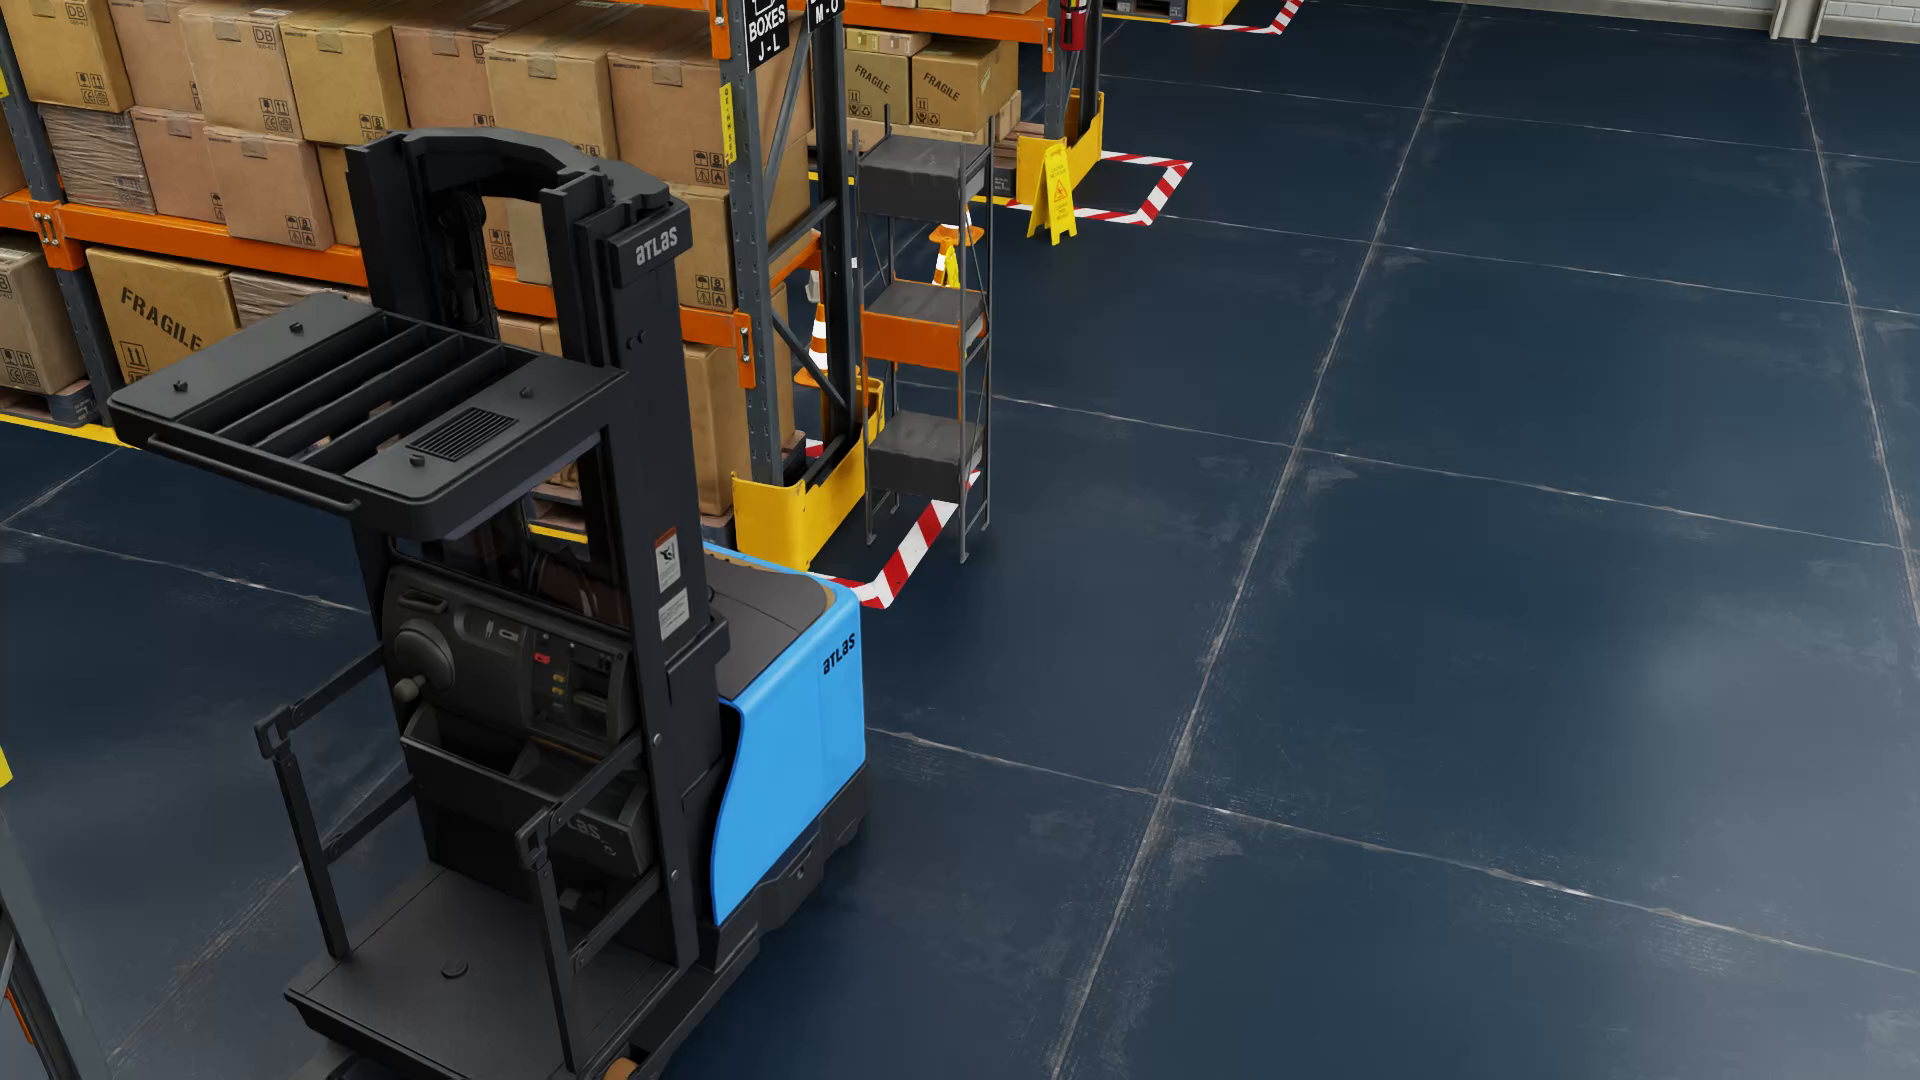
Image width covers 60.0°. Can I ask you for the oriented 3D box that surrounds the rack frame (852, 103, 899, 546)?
[{"bbox_3d":[-0.386,-0.957,7.797,0.015,2.100,0.400,11,34,16],"label":"rack frame"}]

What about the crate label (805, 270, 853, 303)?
[{"bbox_3d":[-0.838,-1.648,10.676,0.298,0.136,0.250,-6,33,-9],"label":"crate label"}]

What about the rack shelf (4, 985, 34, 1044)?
[{"bbox_3d":[-4.409,1.049,4.522,4.000,0.370,1.077,11,34,16],"label":"rack shelf"}]

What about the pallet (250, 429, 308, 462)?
[{"bbox_3d":[-3.834,-0.782,9.267,1.213,0.211,1.003,11,34,16],"label":"pallet"}]

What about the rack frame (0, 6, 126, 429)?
[{"bbox_3d":[-4.523,-2.133,8.788,0.127,3.000,1.000,11,34,16],"label":"rack frame"}]

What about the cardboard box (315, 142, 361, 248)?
[{"bbox_3d":[-2.645,-1.841,8.197,0.500,0.550,0.875,11,34,16],"label":"cardboard box"}]

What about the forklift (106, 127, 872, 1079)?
[{"bbox_3d":[-1.485,0.429,4.884,1.130,2.935,3.031,16,36,23],"label":"forklift"}]

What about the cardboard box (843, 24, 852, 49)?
[{"bbox_3d":[-0.876,-3.699,12.072,0.250,0.149,0.380,12,35,19],"label":"cardboard box"}]

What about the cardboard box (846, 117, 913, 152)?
[{"bbox_3d":[-0.520,-3.078,12.399,0.500,0.250,0.500,11,34,17],"label":"cardboard box"}]

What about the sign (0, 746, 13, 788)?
[{"bbox_3d":[-2.343,0.472,3.955,0.005,0.325,0.100,11,34,16],"label":"sign"}]

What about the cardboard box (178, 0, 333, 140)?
[{"bbox_3d":[-3.169,-2.354,7.997,0.550,0.550,0.875,11,34,16],"label":"cardboard box"}]

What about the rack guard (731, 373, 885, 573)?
[{"bbox_3d":[-0.735,-0.346,8.326,0.348,0.500,1.175,11,34,16],"label":"rack guard"}]

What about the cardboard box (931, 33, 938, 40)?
[{"bbox_3d":[-0.365,-3.670,12.625,0.500,0.500,0.500,10,34,15],"label":"cardboard box"}]

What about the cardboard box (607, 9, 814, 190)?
[{"bbox_3d":[-1.094,-2.005,7.457,0.550,0.550,0.875,11,34,16],"label":"cardboard box"}]

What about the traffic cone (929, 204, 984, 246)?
[{"bbox_3d":[-0.023,-2.301,11.388,0.334,0.463,0.336,11,34,16],"label":"traffic cone"}]

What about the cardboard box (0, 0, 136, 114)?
[{"bbox_3d":[-4.187,-2.565,8.323,0.550,0.550,0.875,11,34,16],"label":"cardboard box"}]

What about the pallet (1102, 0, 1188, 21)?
[{"bbox_3d":[1.754,-5.429,16.464,1.213,0.211,1.003,11,34,16],"label":"pallet"}]

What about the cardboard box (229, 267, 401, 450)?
[{"bbox_3d":[-3.105,-1.103,8.765,0.875,0.875,0.875,11,35,17],"label":"cardboard box"}]

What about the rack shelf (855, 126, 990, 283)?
[{"bbox_3d":[-0.156,-1.489,7.355,0.480,0.518,0.431,11,34,16],"label":"rack shelf"}]

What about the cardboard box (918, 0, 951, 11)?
[{"bbox_3d":[-0.117,-3.848,11.677,0.250,0.149,0.380,10,34,16],"label":"cardboard box"}]

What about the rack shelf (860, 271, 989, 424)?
[{"bbox_3d":[-0.156,-0.901,7.735,0.480,0.518,0.431,11,34,16],"label":"rack shelf"}]

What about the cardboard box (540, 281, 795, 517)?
[{"bbox_3d":[-1.418,-0.775,8.257,0.875,0.875,0.875,11,35,17],"label":"cardboard box"}]

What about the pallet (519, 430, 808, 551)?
[{"bbox_3d":[-1.537,-0.336,8.576,1.213,0.211,1.003,11,34,16],"label":"pallet"}]

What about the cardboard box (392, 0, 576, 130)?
[{"bbox_3d":[-2.124,-2.231,7.806,0.550,0.550,0.875,11,34,16],"label":"cardboard box"}]

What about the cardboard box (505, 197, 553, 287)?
[{"bbox_3d":[-1.647,-1.598,7.822,0.550,0.550,0.875,11,34,16],"label":"cardboard box"}]

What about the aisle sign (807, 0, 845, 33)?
[{"bbox_3d":[-0.590,-2.633,7.167,0.004,0.787,0.394,11,34,16],"label":"aisle sign"}]

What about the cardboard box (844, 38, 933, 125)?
[{"bbox_3d":[-0.517,-3.391,12.192,0.500,0.500,0.500,12,35,18],"label":"cardboard box"}]

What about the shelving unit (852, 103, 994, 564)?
[{"bbox_3d":[-0.156,-0.912,7.727,0.503,2.100,0.431,11,34,16],"label":"shelving unit"}]

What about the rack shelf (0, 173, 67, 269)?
[{"bbox_3d":[-6.406,-2.197,9.550,4.000,0.370,1.077,11,34,16],"label":"rack shelf"}]

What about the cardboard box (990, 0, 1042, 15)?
[{"bbox_3d":[0.393,-3.801,11.603,0.250,0.149,0.380,12,35,18],"label":"cardboard box"}]

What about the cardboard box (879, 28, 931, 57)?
[{"bbox_3d":[-0.393,-3.602,11.922,0.250,0.149,0.380,12,35,18],"label":"cardboard box"}]

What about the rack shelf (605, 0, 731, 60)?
[{"bbox_3d":[-2.640,-2.725,7.603,4.000,0.370,1.077,11,34,16],"label":"rack shelf"}]

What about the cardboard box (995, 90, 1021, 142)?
[{"bbox_3d":[0.151,-3.257,12.677,0.500,0.250,0.500,11,34,16],"label":"cardboard box"}]

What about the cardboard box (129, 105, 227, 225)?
[{"bbox_3d":[-3.646,-2.045,8.514,0.550,0.550,0.875,11,34,16],"label":"cardboard box"}]

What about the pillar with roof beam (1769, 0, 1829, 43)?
[{"bbox_3d":[6.333,-6.294,9.702,0.400,9.000,9.100,11,34,16],"label":"pillar with roof beam"}]

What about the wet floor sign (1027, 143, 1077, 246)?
[{"bbox_3d":[0.635,-2.377,11.336,0.232,0.644,0.267,24,40,32],"label":"wet floor sign"}]

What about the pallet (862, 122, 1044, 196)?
[{"bbox_3d":[-0.007,-2.956,12.634,1.213,0.211,1.003,11,34,16],"label":"pallet"}]

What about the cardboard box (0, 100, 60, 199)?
[{"bbox_3d":[-5.105,-2.134,8.698,0.500,0.500,0.500,11,34,16],"label":"cardboard box"}]

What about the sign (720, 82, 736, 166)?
[{"bbox_3d":[-0.954,-1.712,6.851,0.005,0.325,0.100,11,34,16],"label":"sign"}]
